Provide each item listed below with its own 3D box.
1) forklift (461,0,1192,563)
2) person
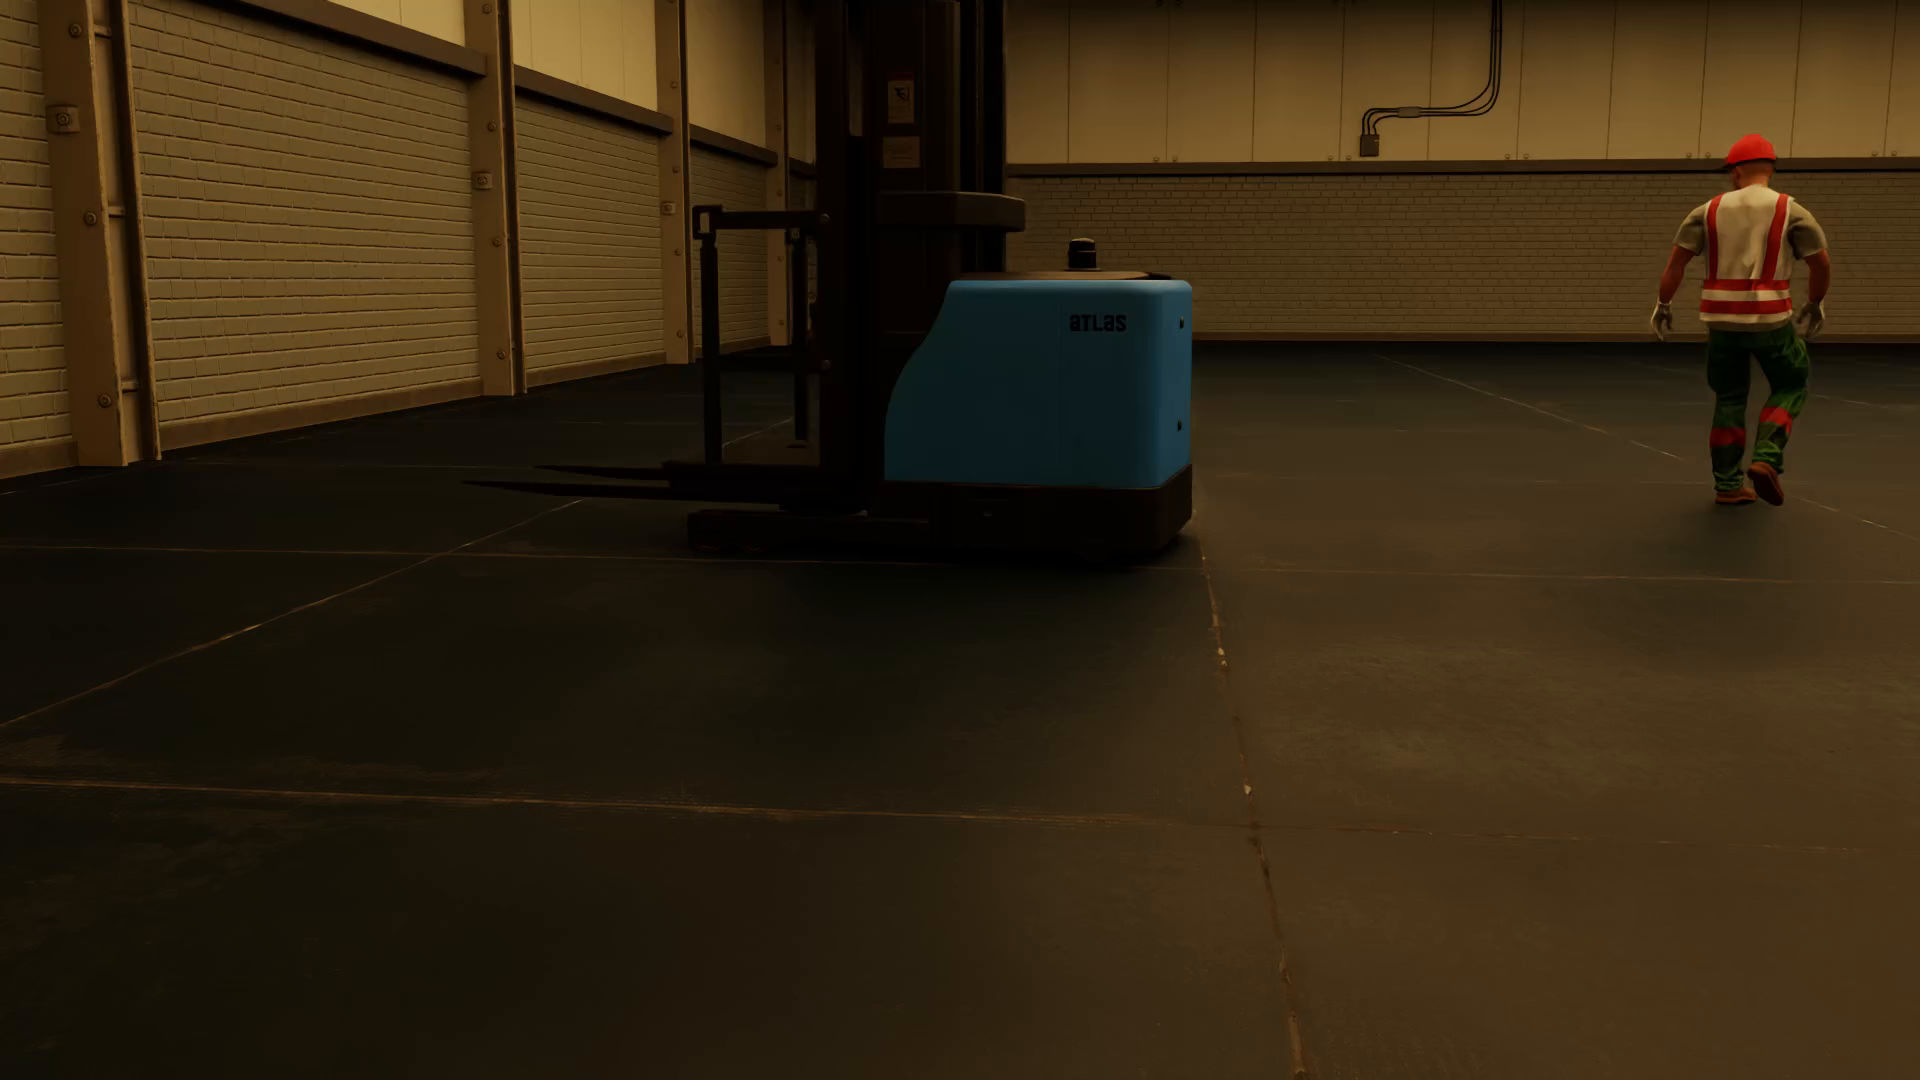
[{"bbox_3d":[-0.593,-1.466,6.843,3.031,2.935,1.130,2,9,15],"label":"forklift"},{"bbox_3d":[3.741,-1.047,7.990,0.787,1.748,0.480,9,12,44],"label":"person"}]
